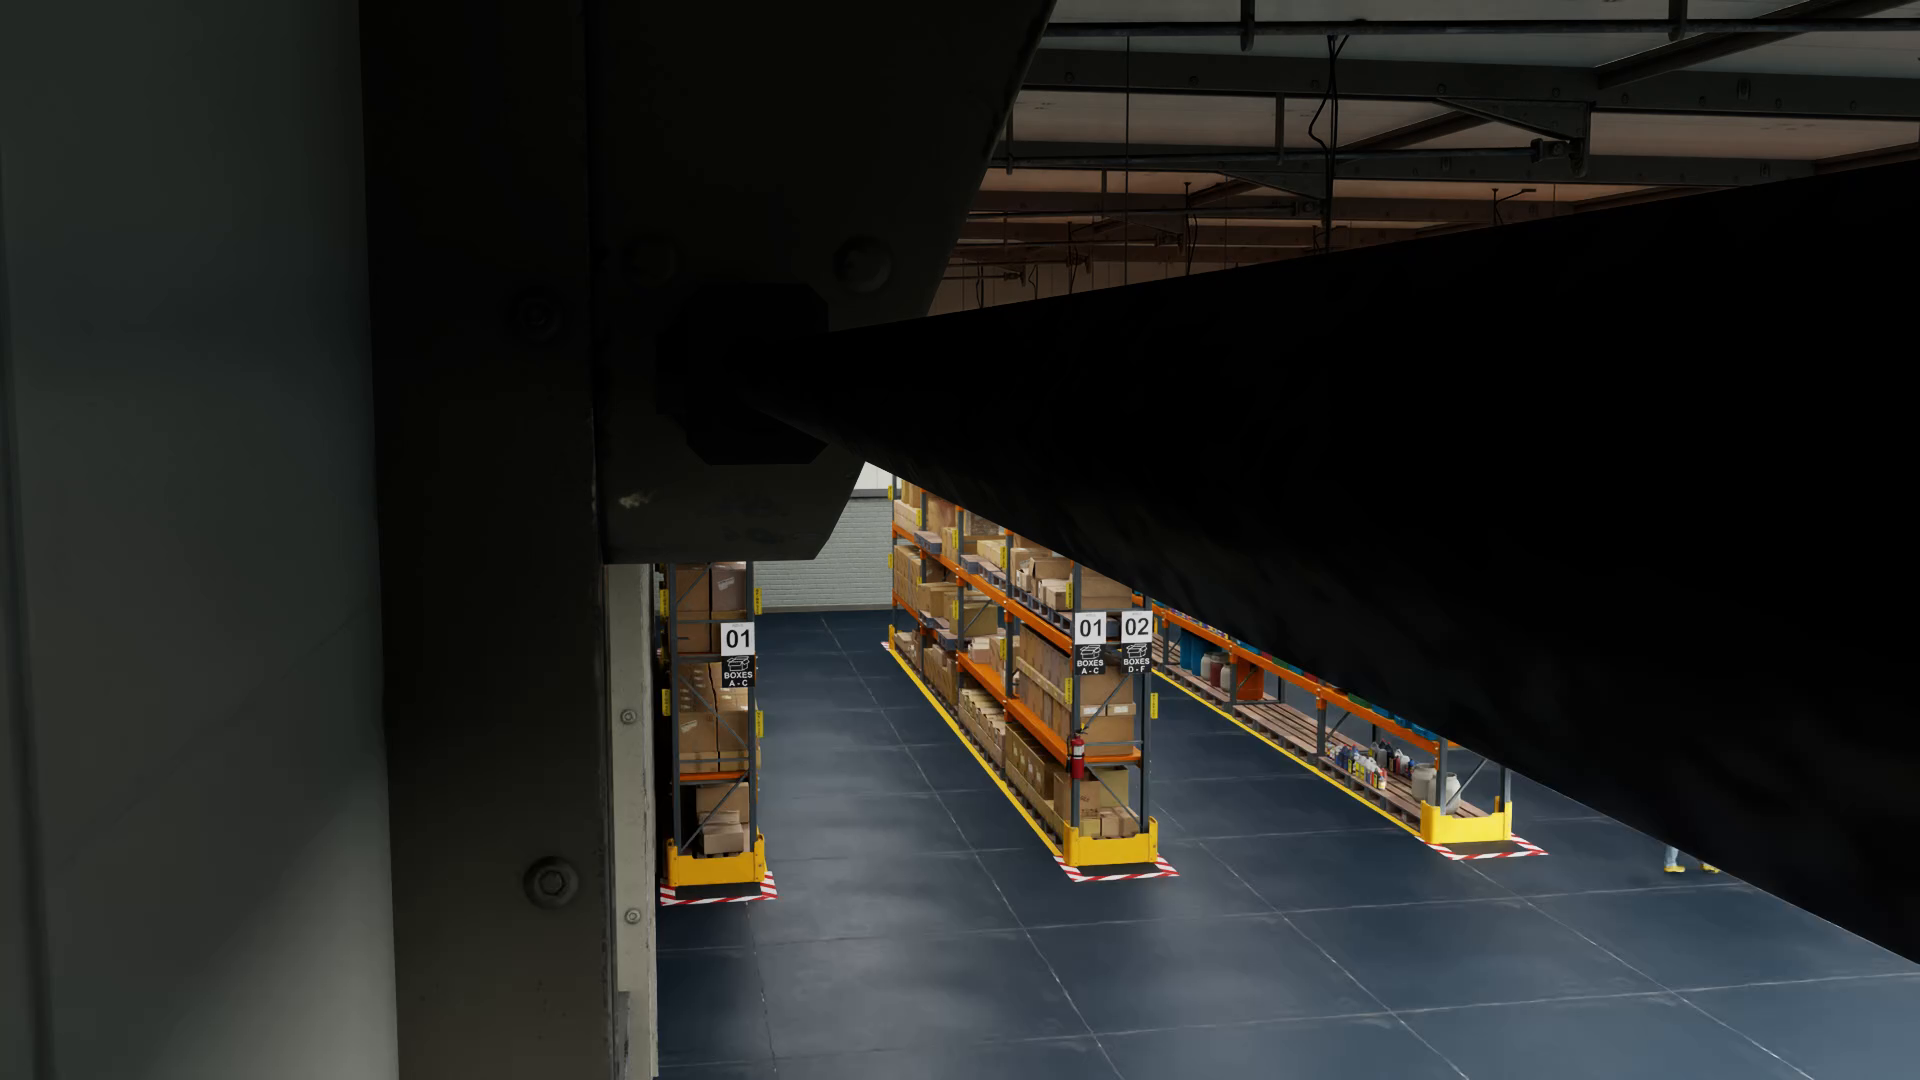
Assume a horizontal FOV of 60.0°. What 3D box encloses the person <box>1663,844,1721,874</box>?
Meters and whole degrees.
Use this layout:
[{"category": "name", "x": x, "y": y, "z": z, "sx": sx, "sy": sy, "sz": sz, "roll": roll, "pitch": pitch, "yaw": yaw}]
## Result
[{"category": "person", "x": 9.050, "y": 3.239, "z": 20.595, "sx": 0.728, "sy": 1.773, "sz": 0.586, "roll": -3, "pitch": 7, "yaw": -28}]
